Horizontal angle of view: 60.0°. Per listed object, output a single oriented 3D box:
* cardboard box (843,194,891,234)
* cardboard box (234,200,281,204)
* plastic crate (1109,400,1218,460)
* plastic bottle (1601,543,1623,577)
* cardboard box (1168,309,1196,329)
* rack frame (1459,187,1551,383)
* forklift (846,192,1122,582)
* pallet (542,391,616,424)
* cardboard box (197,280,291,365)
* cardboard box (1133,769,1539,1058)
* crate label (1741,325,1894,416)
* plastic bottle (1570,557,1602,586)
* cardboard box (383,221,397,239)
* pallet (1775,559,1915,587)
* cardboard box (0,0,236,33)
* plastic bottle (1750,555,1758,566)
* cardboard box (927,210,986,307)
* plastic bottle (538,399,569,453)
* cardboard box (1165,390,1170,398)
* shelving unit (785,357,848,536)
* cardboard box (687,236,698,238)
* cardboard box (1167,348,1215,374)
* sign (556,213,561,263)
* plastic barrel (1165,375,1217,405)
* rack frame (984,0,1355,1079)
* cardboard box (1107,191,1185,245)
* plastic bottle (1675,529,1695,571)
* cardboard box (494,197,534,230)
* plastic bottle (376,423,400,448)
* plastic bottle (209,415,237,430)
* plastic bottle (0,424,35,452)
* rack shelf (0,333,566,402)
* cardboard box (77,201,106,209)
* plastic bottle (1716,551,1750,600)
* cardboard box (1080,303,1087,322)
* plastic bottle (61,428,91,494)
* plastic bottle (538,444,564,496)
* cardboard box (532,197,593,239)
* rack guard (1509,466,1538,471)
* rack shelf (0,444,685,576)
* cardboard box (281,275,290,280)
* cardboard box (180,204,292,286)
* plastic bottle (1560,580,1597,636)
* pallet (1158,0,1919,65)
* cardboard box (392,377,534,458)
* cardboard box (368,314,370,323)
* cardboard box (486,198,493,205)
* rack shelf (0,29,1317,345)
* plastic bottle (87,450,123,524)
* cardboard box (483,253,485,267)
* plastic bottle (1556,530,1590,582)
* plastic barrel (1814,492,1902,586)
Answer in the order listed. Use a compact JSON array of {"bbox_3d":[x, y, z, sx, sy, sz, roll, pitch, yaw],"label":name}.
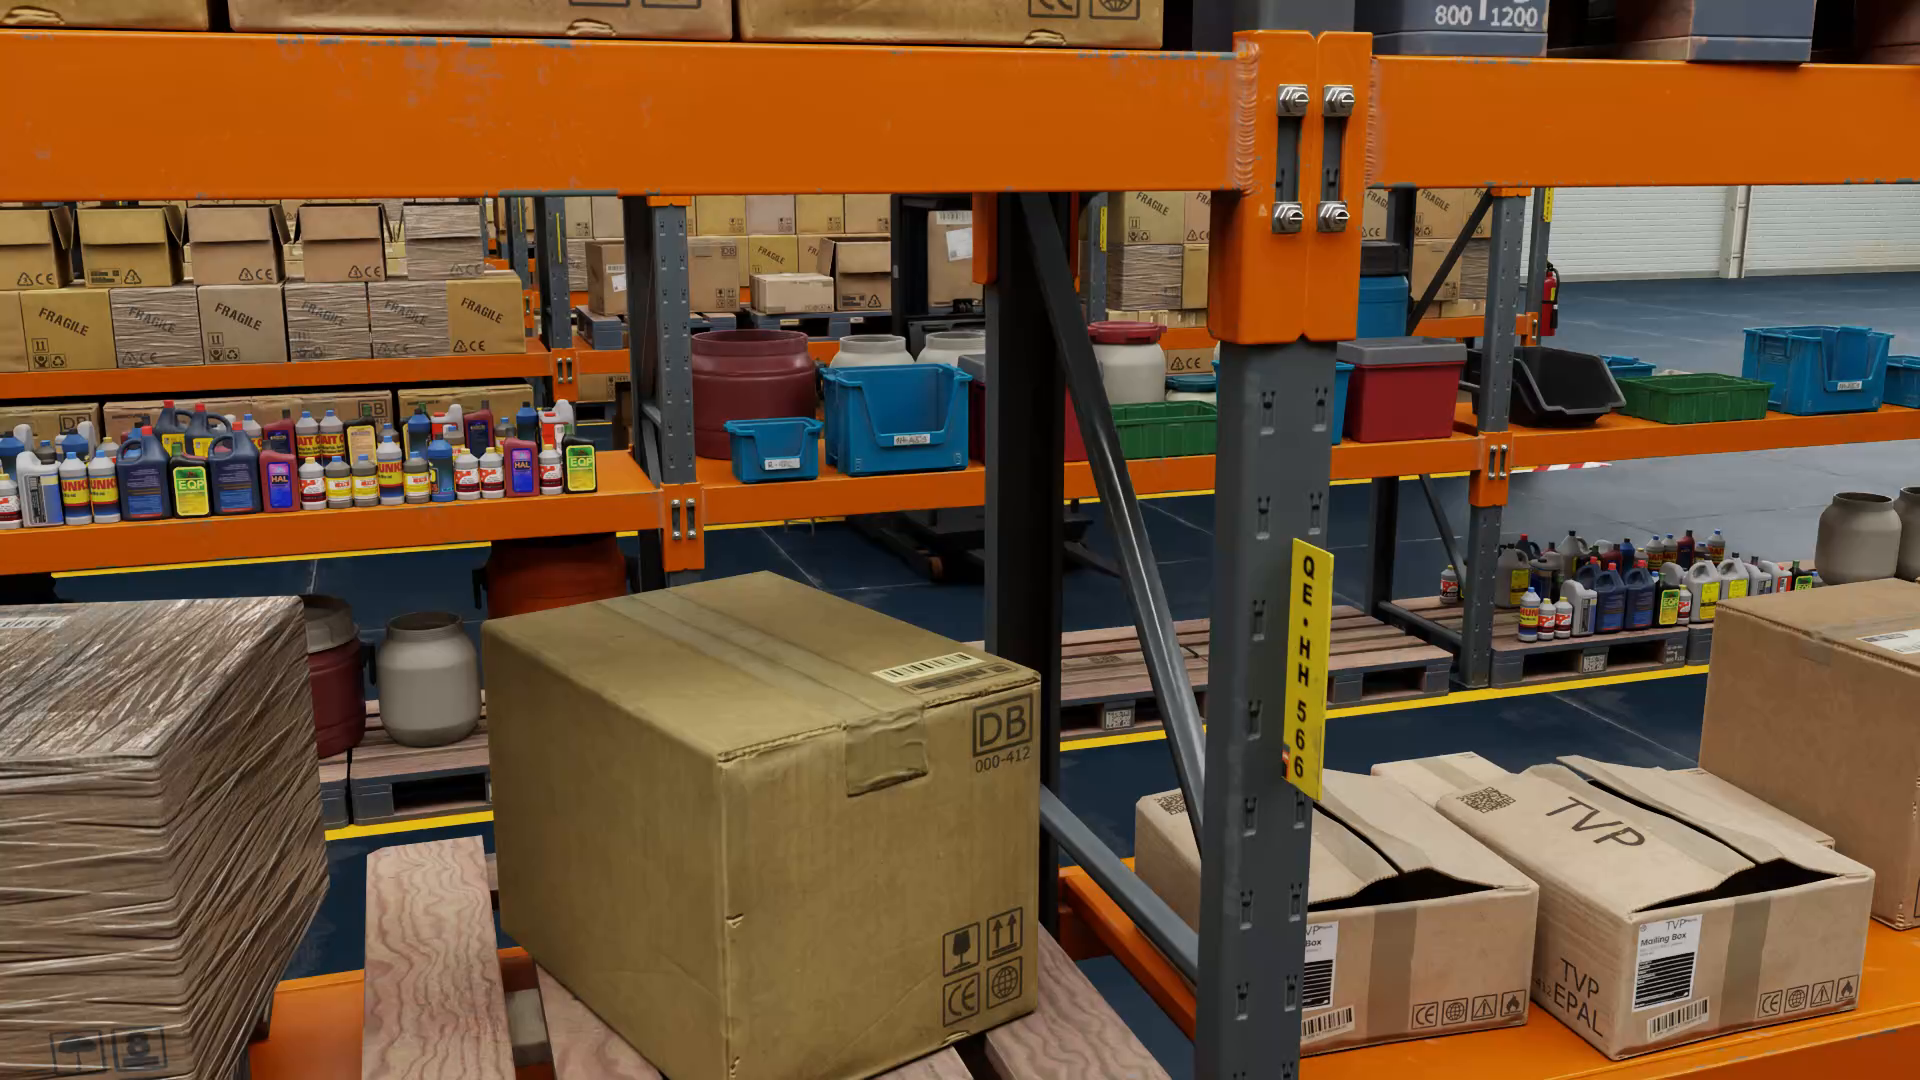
[{"bbox_3d":[-1.058,-3.488,17.450,0.500,0.500,0.700,-5,14,-19],"label":"cardboard box"},{"bbox_3d":[-8.388,-4.064,19.868,0.500,0.500,0.500,-5,14,-19],"label":"cardboard box"},{"bbox_3d":[0.916,-0.516,7.789,0.662,0.188,0.450,-4,14,-18],"label":"plastic crate"},{"bbox_3d":[3.672,0.161,9.402,0.133,0.283,0.061,-4,14,-18],"label":"plastic bottle"},{"bbox_3d":[1.665,-1.764,13.119,0.250,0.149,0.380,-4,14,-18],"label":"cardboard box"},{"bbox_3d":[4.688,-2.191,14.373,0.127,3.000,1.000,-4,14,-18],"label":"rack frame"},{"bbox_3d":[0.190,-1.268,10.639,1.130,2.935,3.031,-5,14,-21],"label":"forklift"},{"bbox_3d":[-3.610,-1.381,16.993,1.213,0.211,1.003,-4,14,-18],"label":"pallet"},{"bbox_3d":[-4.731,-1.447,11.027,0.500,0.500,0.500,-4,14,-17],"label":"cardboard box"},{"bbox_3d":[0.620,0.598,2.838,0.500,0.311,0.500,-4,14,-15],"label":"cardboard box"},{"bbox_3d":[4.609,-0.927,8.982,0.616,0.435,0.502,-4,14,-18],"label":"crate label"},{"bbox_3d":[3.327,0.265,8.821,0.185,0.351,0.144,-4,14,-18],"label":"plastic bottle"},{"bbox_3d":[-5.620,-3.019,16.203,0.250,0.149,0.380,-5,14,-20],"label":"cardboard box"},{"bbox_3d":[5.438,0.326,9.815,1.213,0.211,1.003,-4,14,-18],"label":"pallet"},{"bbox_3d":[-1.118,-0.820,1.911,0.500,0.500,0.910,-4,14,-18],"label":"cardboard box"},{"bbox_3d":[4.384,0.223,9.140,0.133,0.283,0.061,-4,14,-18],"label":"plastic bottle"},{"bbox_3d":[0.099,-2.364,12.896,1.000,1.000,1.000,-4,14,-18],"label":"cardboard box"},{"bbox_3d":[-1.828,-0.493,7.502,0.135,0.276,0.152,-4,14,-18],"label":"plastic bottle"},{"bbox_3d":[1.829,-0.949,13.644,0.500,0.500,0.500,0,13,0],"label":"cardboard box"},{"bbox_3d":[-1.034,-0.677,11.897,0.258,1.200,0.503,6,15,24],"label":"shelving unit"},{"bbox_3d":[-2.910,-2.794,16.691,0.500,0.500,0.500,-4,14,-18],"label":"cardboard box"},{"bbox_3d":[2.580,-2.393,18.904,0.875,0.875,0.875,-4,14,-18],"label":"cardboard box"},{"bbox_3d":[-2.715,-2.043,11.246,0.005,0.325,0.100,-4,14,-18],"label":"sign"},{"bbox_3d":[1.173,-0.678,8.312,0.301,0.262,0.301,0,13,0],"label":"plastic barrel"},{"bbox_3d":[0.262,0.573,2.752,0.053,2.616,0.949,-4,14,-18],"label":"rack frame"},{"bbox_3d":[1.404,-2.553,12.875,0.500,0.500,0.500,-4,14,-18],"label":"cardboard box"},{"bbox_3d":[4.229,0.081,9.741,0.133,0.283,0.061,-4,14,-17],"label":"plastic bottle"},{"bbox_3d":[-5.555,-4.154,20.860,0.500,0.500,0.500,-5,14,-20],"label":"cardboard box"},{"bbox_3d":[-2.512,-0.410,7.315,0.097,0.201,0.097,0,13,0],"label":"plastic bottle"},{"bbox_3d":[-3.143,-0.391,7.072,0.135,0.276,0.152,-4,14,-18],"label":"plastic bottle"},{"bbox_3d":[-3.884,-0.333,6.829,0.135,0.276,0.152,-4,14,-18],"label":"plastic bottle"},{"bbox_3d":[-4.790,-1.103,11.353,4.000,0.370,1.077,-4,14,-18],"label":"rack shelf"},{"bbox_3d":[-10.206,-3.919,19.259,0.500,0.500,0.500,-5,14,-19],"label":"cardboard box"},{"bbox_3d":[4.132,0.237,8.937,0.185,0.351,0.144,-4,14,-16],"label":"plastic bottle"},{"bbox_3d":[1.006,-1.854,13.499,0.250,0.149,0.380,-4,14,-18],"label":"cardboard box"},{"bbox_3d":[-3.607,-0.322,6.792,0.097,0.271,0.097,0,13,0],"label":"plastic bottle"},{"bbox_3d":[-1.678,-0.290,6.809,0.097,0.201,0.097,0,13,0],"label":"plastic bottle"},{"bbox_3d":[-3.952,-3.262,16.498,0.500,0.500,0.700,-5,14,-18],"label":"cardboard box"},{"bbox_3d":[4.616,-0.970,14.639,0.348,0.500,1.175,-4,14,-18],"label":"rack guard"},{"bbox_3d":[-3.211,-0.017,6.787,4.000,0.370,1.077,-4,14,-18],"label":"rack shelf"},{"bbox_3d":[-4.889,-1.560,11.502,0.500,0.500,0.500,-4,14,-18],"label":"cardboard box"},{"bbox_3d":[-4.845,-1.989,11.137,0.637,0.503,0.797,-4,14,-16],"label":"cardboard box"},{"bbox_3d":[3.216,0.344,8.649,0.135,0.276,0.152,-4,14,-16],"label":"plastic bottle"},{"bbox_3d":[0.876,-0.865,2.723,1.003,0.211,1.213,-4,14,-15],"label":"pallet"},{"bbox_3d":[-3.555,-0.725,11.893,0.875,0.875,1.225,-5,14,-21],"label":"cardboard box"},{"bbox_3d":[-7.583,-2.847,20.815,0.875,0.875,0.875,-4,14,-17],"label":"cardboard box"},{"bbox_3d":[-7.246,-5.186,25.345,0.250,0.149,0.380,-4,14,-16],"label":"cardboard box"},{"bbox_3d":[-1.634,-0.390,1.871,4.000,0.370,1.077,-4,14,-18],"label":"rack shelf"},{"bbox_3d":[-3.238,-0.203,6.290,0.097,0.271,0.097,0,13,0],"label":"plastic bottle"},{"bbox_3d":[-4.869,-2.789,16.523,0.250,0.149,0.380,-5,14,-19],"label":"cardboard box"},{"bbox_3d":[3.483,0.116,9.446,0.185,0.351,0.144,-5,14,-18],"label":"plastic bottle"},{"bbox_3d":[5.193,0.003,9.615,0.421,0.512,0.421,0,13,0],"label":"plastic barrel"}]
